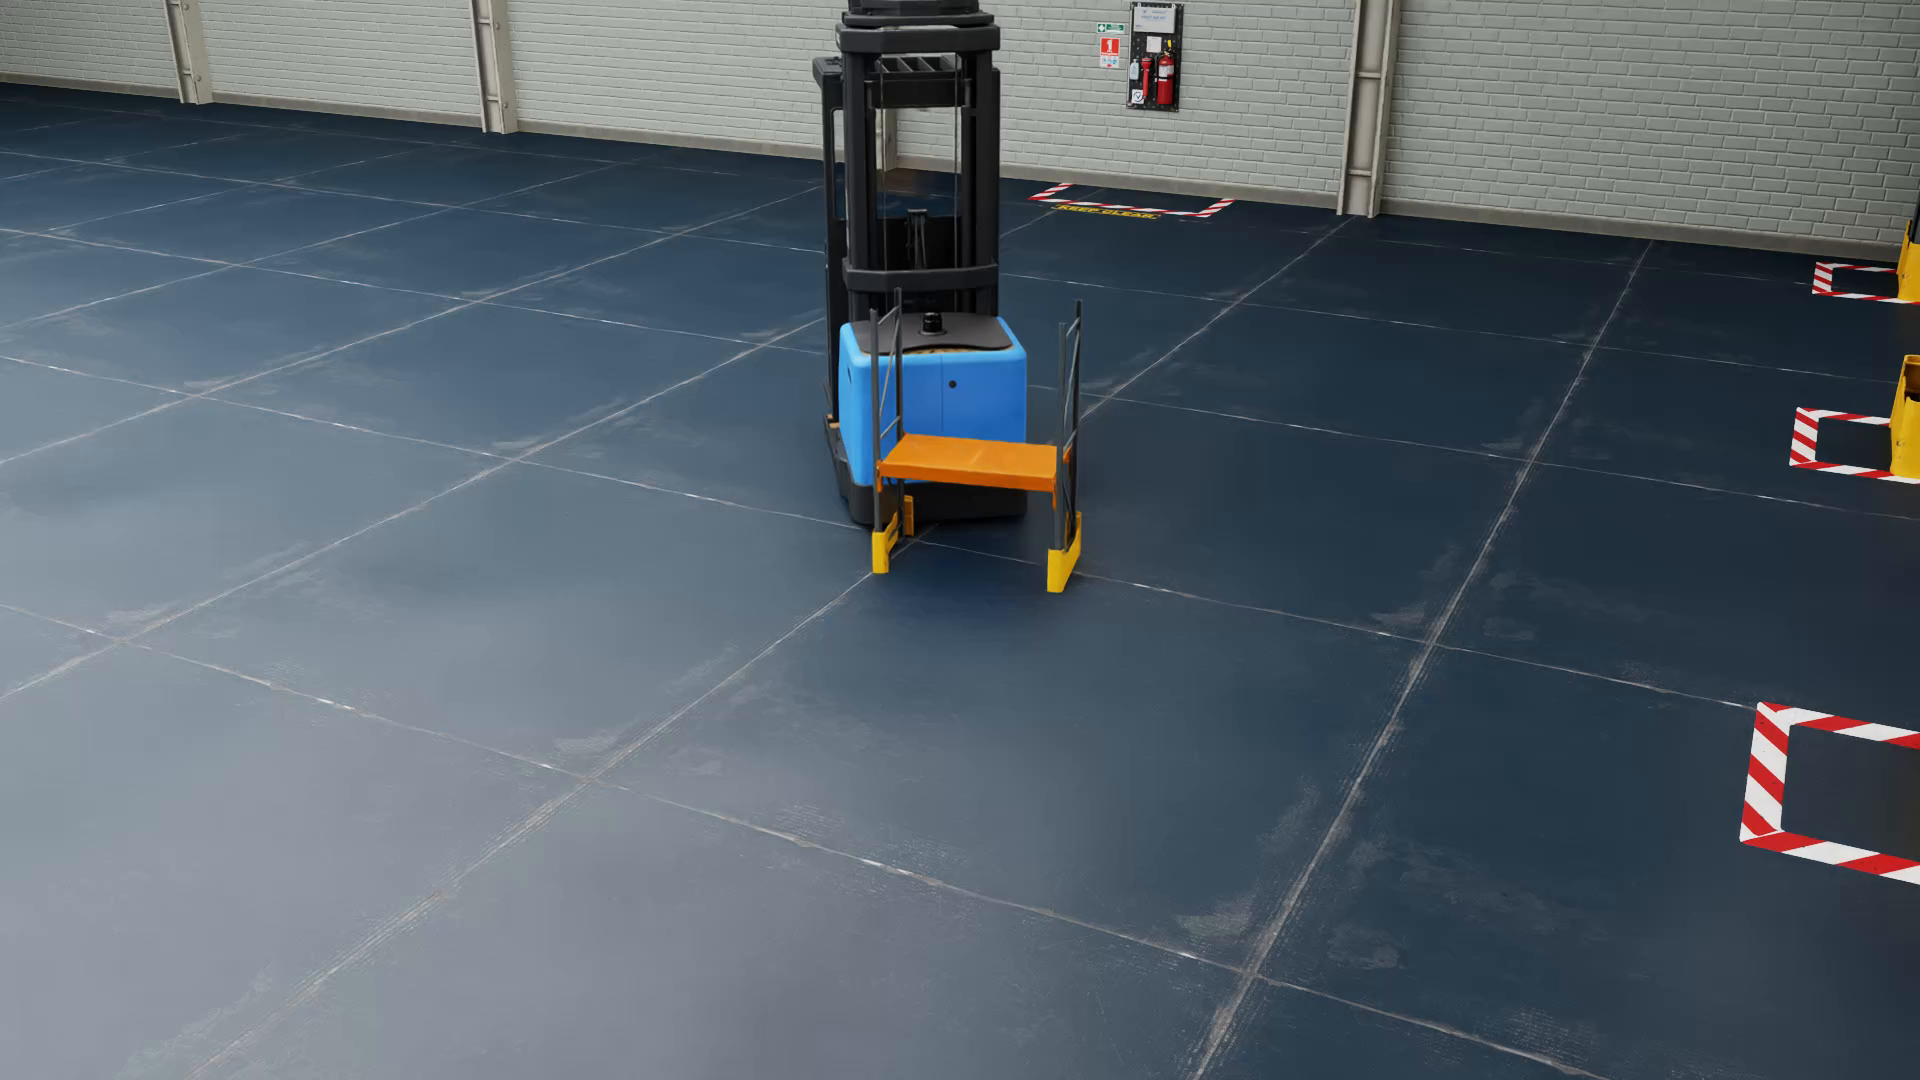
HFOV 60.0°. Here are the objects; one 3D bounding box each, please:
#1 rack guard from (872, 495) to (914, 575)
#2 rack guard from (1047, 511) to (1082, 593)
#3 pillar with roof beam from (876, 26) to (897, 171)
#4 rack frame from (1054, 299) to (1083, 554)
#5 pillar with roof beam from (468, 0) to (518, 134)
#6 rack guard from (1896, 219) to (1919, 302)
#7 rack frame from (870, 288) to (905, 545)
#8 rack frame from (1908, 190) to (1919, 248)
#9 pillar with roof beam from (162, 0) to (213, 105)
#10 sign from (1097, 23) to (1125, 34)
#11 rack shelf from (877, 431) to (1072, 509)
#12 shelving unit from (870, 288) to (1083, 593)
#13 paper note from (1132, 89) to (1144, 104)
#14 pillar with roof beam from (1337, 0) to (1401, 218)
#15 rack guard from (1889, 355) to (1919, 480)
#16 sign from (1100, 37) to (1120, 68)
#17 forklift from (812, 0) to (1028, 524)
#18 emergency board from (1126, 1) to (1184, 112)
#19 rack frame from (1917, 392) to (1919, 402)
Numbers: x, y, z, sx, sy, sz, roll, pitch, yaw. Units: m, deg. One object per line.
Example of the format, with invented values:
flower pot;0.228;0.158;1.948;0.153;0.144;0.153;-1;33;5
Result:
rack guard;-0.381;-0.034;9.511;0.087;0.250;0.587;6;24;13
rack guard;0.585;0.062;9.285;0.087;0.250;0.587;6;24;13
pillar with roof beam;-2.961;-7.253;15.307;0.400;9.000;9.100;11;25;25
rack frame;0.586;-0.513;9.040;0.032;1.500;0.500;6;24;13
pillar with roof beam;-8.315;-8.313;17.798;0.400;9.000;9.100;11;25;25
rack guard;8.744;-2.535;15.071;0.348;0.500;1.175;11;25;25
rack frame;-0.400;-0.611;9.271;0.032;1.500;0.500;6;24;13
rack frame;8.676;-3.698;14.614;0.127;3.000;1.000;11;25;25
pillar with roof beam;-13.670;-9.372;20.289;0.400;9.000;9.100;11;25;25
sign;1.701;-5.776;18.777;0.331;0.109;0.001;11;25;25
rack shelf;0.093;-0.397;9.226;1.000;0.185;0.538;6;24;13
shelving unit;0.102;-0.561;9.153;1.083;1.500;0.587;6;24;13
paper note;2.021;-5.036;18.885;0.142;0.148;0.016;11;25;25
pillar with roof beam;2.394;-6.194;12.815;0.400;9.000;9.100;11;25;25
rack guard;6.423;-0.822;11.043;0.348;0.500;1.175;11;25;25
sign;1.701;-5.536;18.890;0.234;0.329;0.001;11;25;25
forklift;-0.337;-1.987;10.677;1.130;2.935;3.031;-4;23;-8
emergency board;2.148;-5.386;18.582;0.643;1.169;0.194;11;25;25
rack frame;6.444;-1.968;10.544;0.127;3.000;1.000;11;25;25
